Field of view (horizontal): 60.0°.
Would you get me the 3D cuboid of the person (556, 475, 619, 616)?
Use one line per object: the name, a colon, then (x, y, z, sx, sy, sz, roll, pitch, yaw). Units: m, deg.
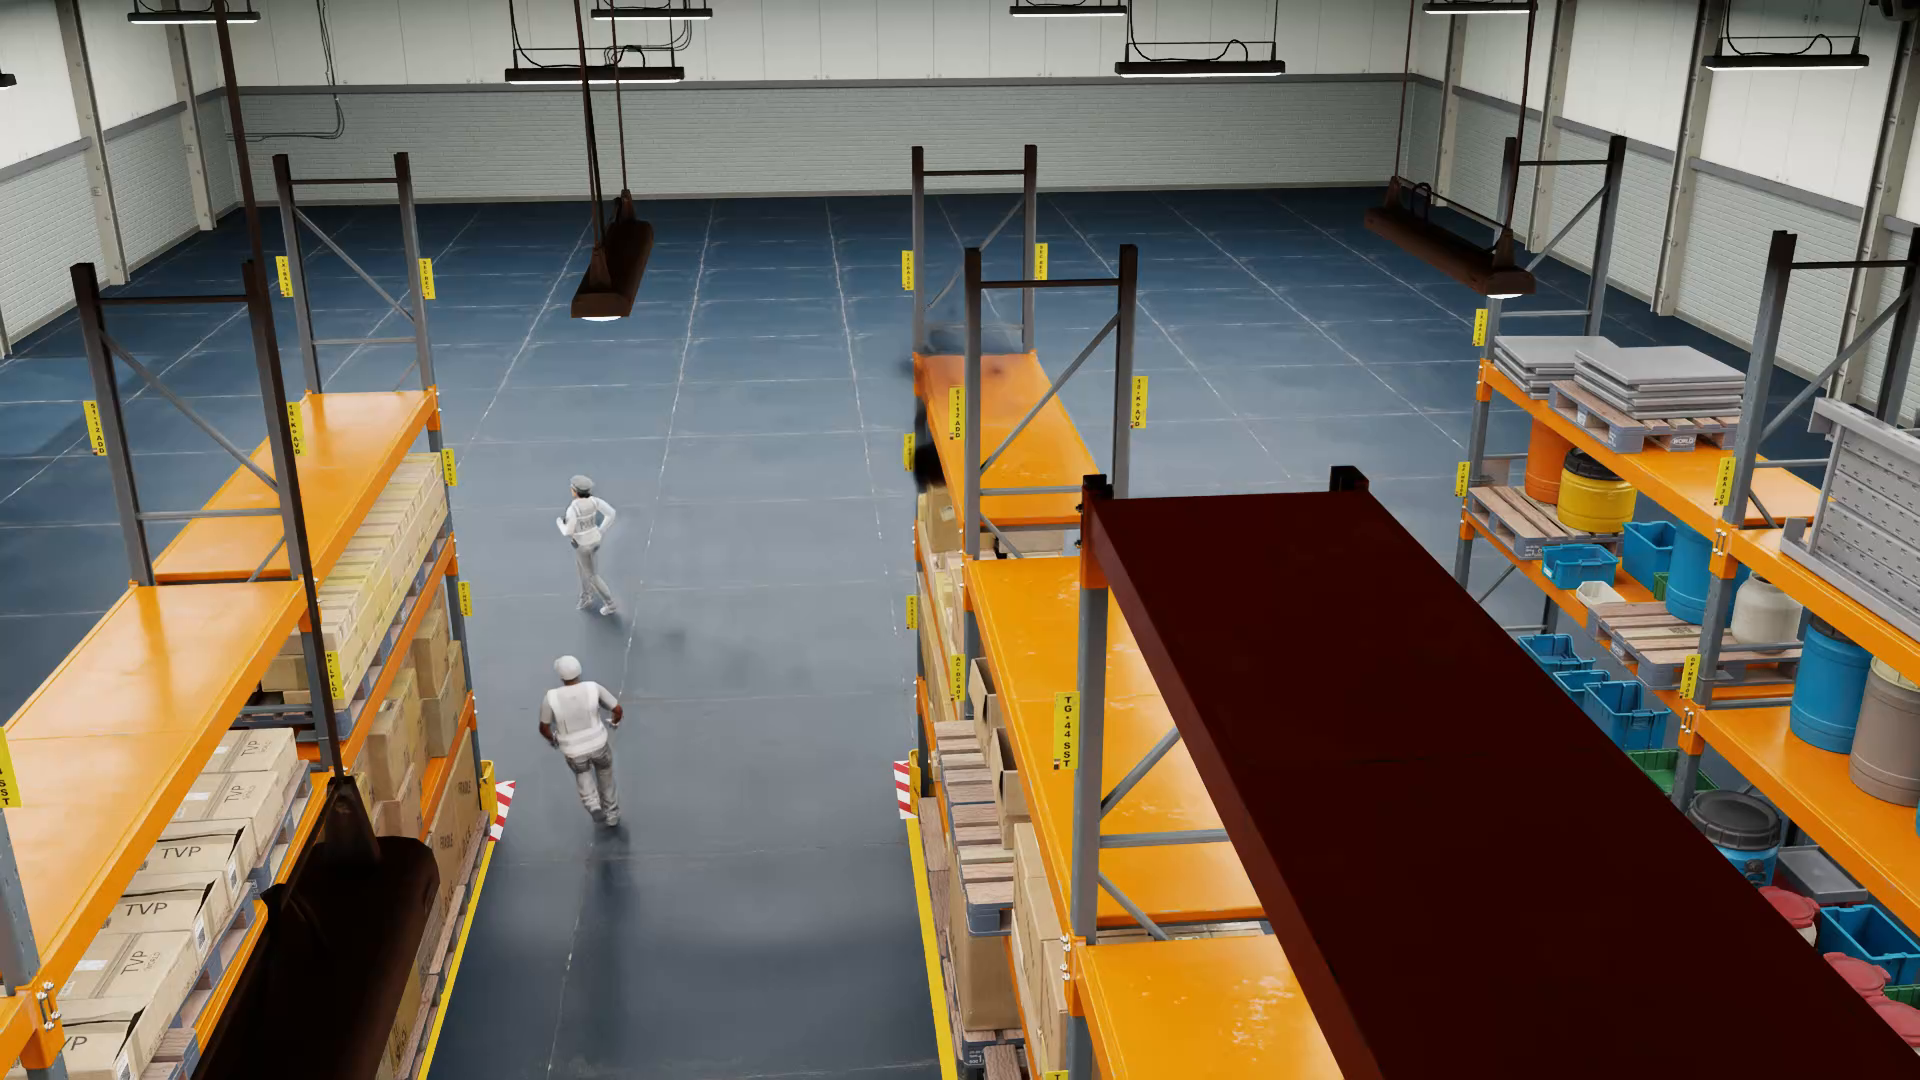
person: (-4.252, 0.084, 19.158, 0.769, 1.750, 0.501, 11, 24, 25)

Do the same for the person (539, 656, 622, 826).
person: (-3.349, 1.808, 14.769, 0.729, 1.721, 0.566, -7, 23, -16)
